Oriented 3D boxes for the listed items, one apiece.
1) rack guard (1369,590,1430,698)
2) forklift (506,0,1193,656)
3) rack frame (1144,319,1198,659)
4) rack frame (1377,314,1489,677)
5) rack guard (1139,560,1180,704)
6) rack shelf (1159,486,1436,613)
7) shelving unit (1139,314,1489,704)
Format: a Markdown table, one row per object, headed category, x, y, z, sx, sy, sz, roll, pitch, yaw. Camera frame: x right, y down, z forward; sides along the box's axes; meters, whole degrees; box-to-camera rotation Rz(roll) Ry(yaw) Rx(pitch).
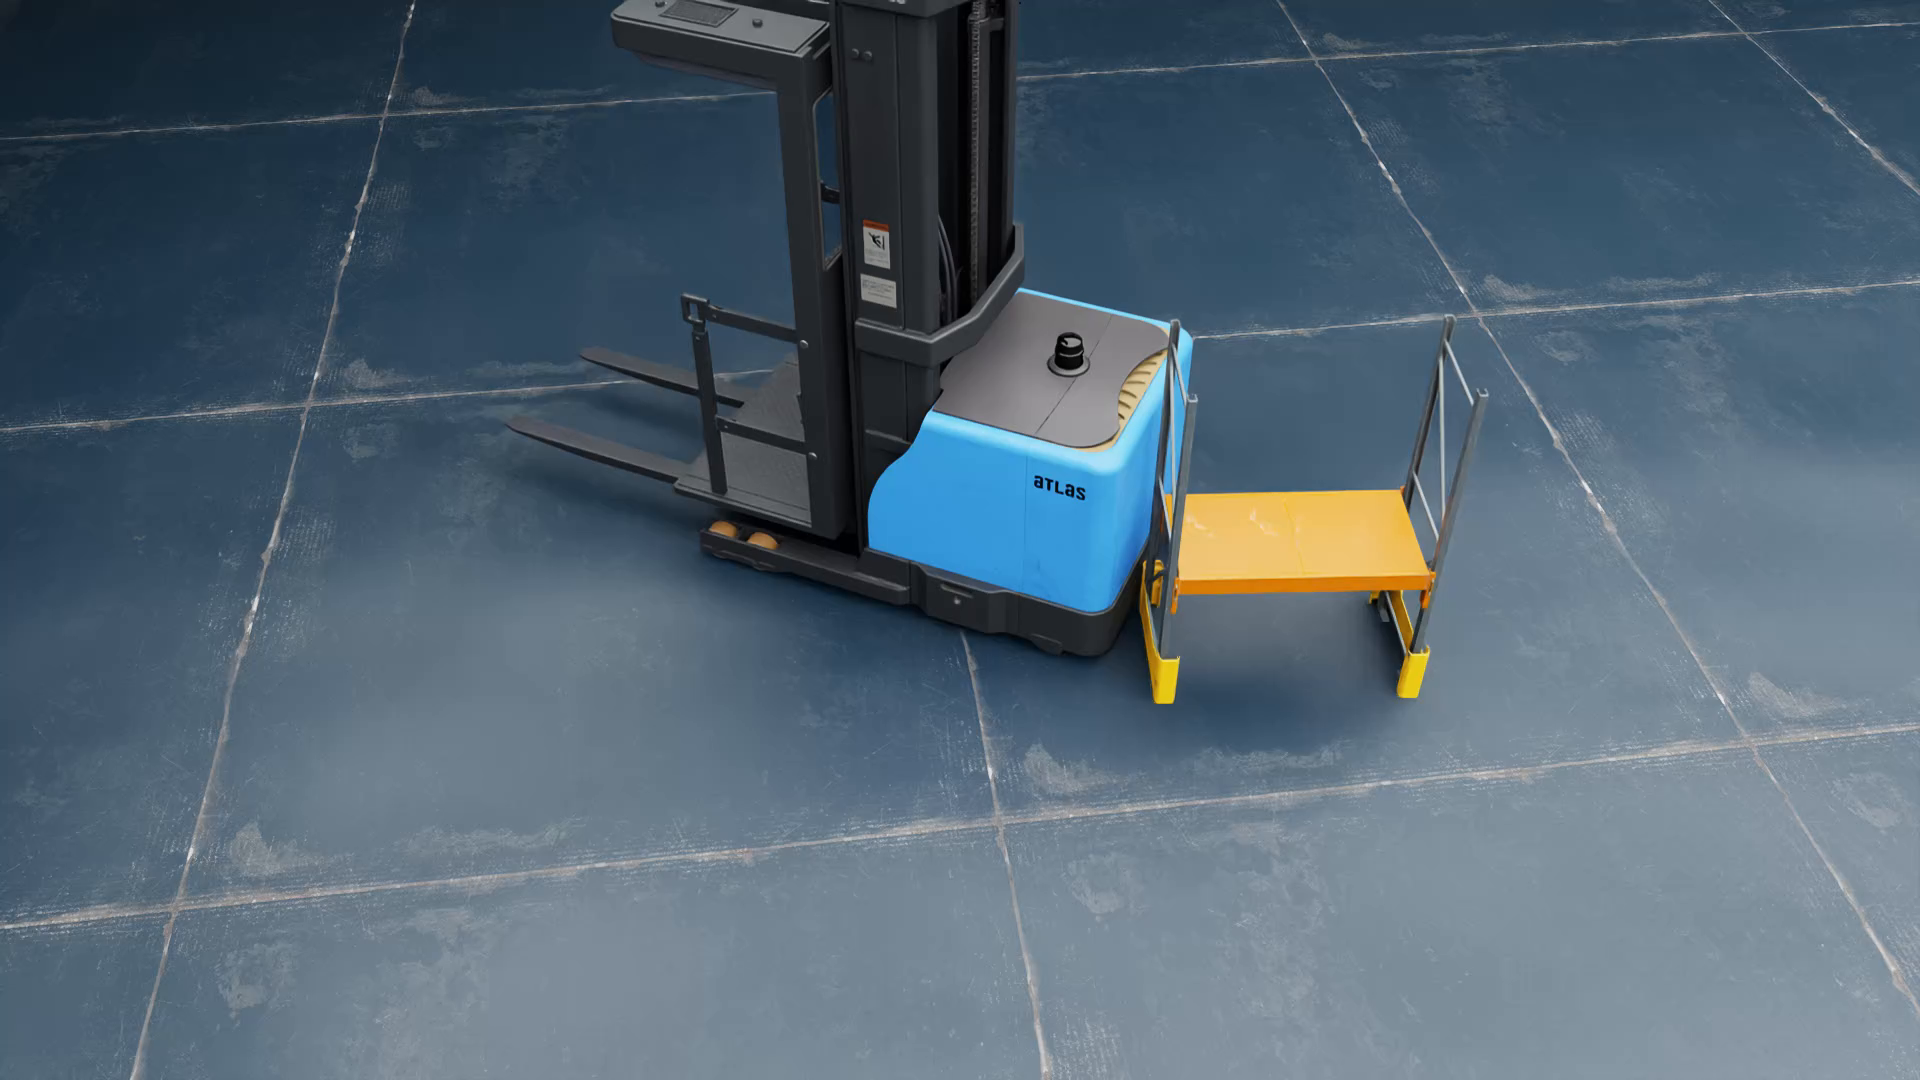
| category | x | y | z | sx | sy | sz | roll | pitch | yaw |
| --- | --- | --- | --- | --- | --- | --- | --- | --- | --- |
| rack guard | 1.815 | 0.353 | 6.887 | 0.087 | 0.250 | 0.587 | -1 | 42 | -1 |
| forklift | -0.593 | -1.261 | 6.675 | 3.031 | 2.935 | 1.130 | 16 | 45 | 17 |
| rack frame | 0.800 | -0.089 | 6.444 | 0.032 | 1.500 | 0.500 | -1 | 42 | -1 |
| rack frame | 1.816 | -0.111 | 6.468 | 0.032 | 1.500 | 0.500 | -1 | 42 | -1 |
| rack guard | 0.819 | 0.374 | 6.863 | 0.087 | 0.250 | 0.587 | -1 | 42 | -1 |
| rack shelf | 1.308 | 0.034 | 6.577 | 1.000 | 0.185 | 0.538 | -1 | 42 | -1 |
| shelving unit | 1.317 | -0.100 | 6.456 | 1.083 | 1.500 | 0.587 | -1 | 42 | -1 |
